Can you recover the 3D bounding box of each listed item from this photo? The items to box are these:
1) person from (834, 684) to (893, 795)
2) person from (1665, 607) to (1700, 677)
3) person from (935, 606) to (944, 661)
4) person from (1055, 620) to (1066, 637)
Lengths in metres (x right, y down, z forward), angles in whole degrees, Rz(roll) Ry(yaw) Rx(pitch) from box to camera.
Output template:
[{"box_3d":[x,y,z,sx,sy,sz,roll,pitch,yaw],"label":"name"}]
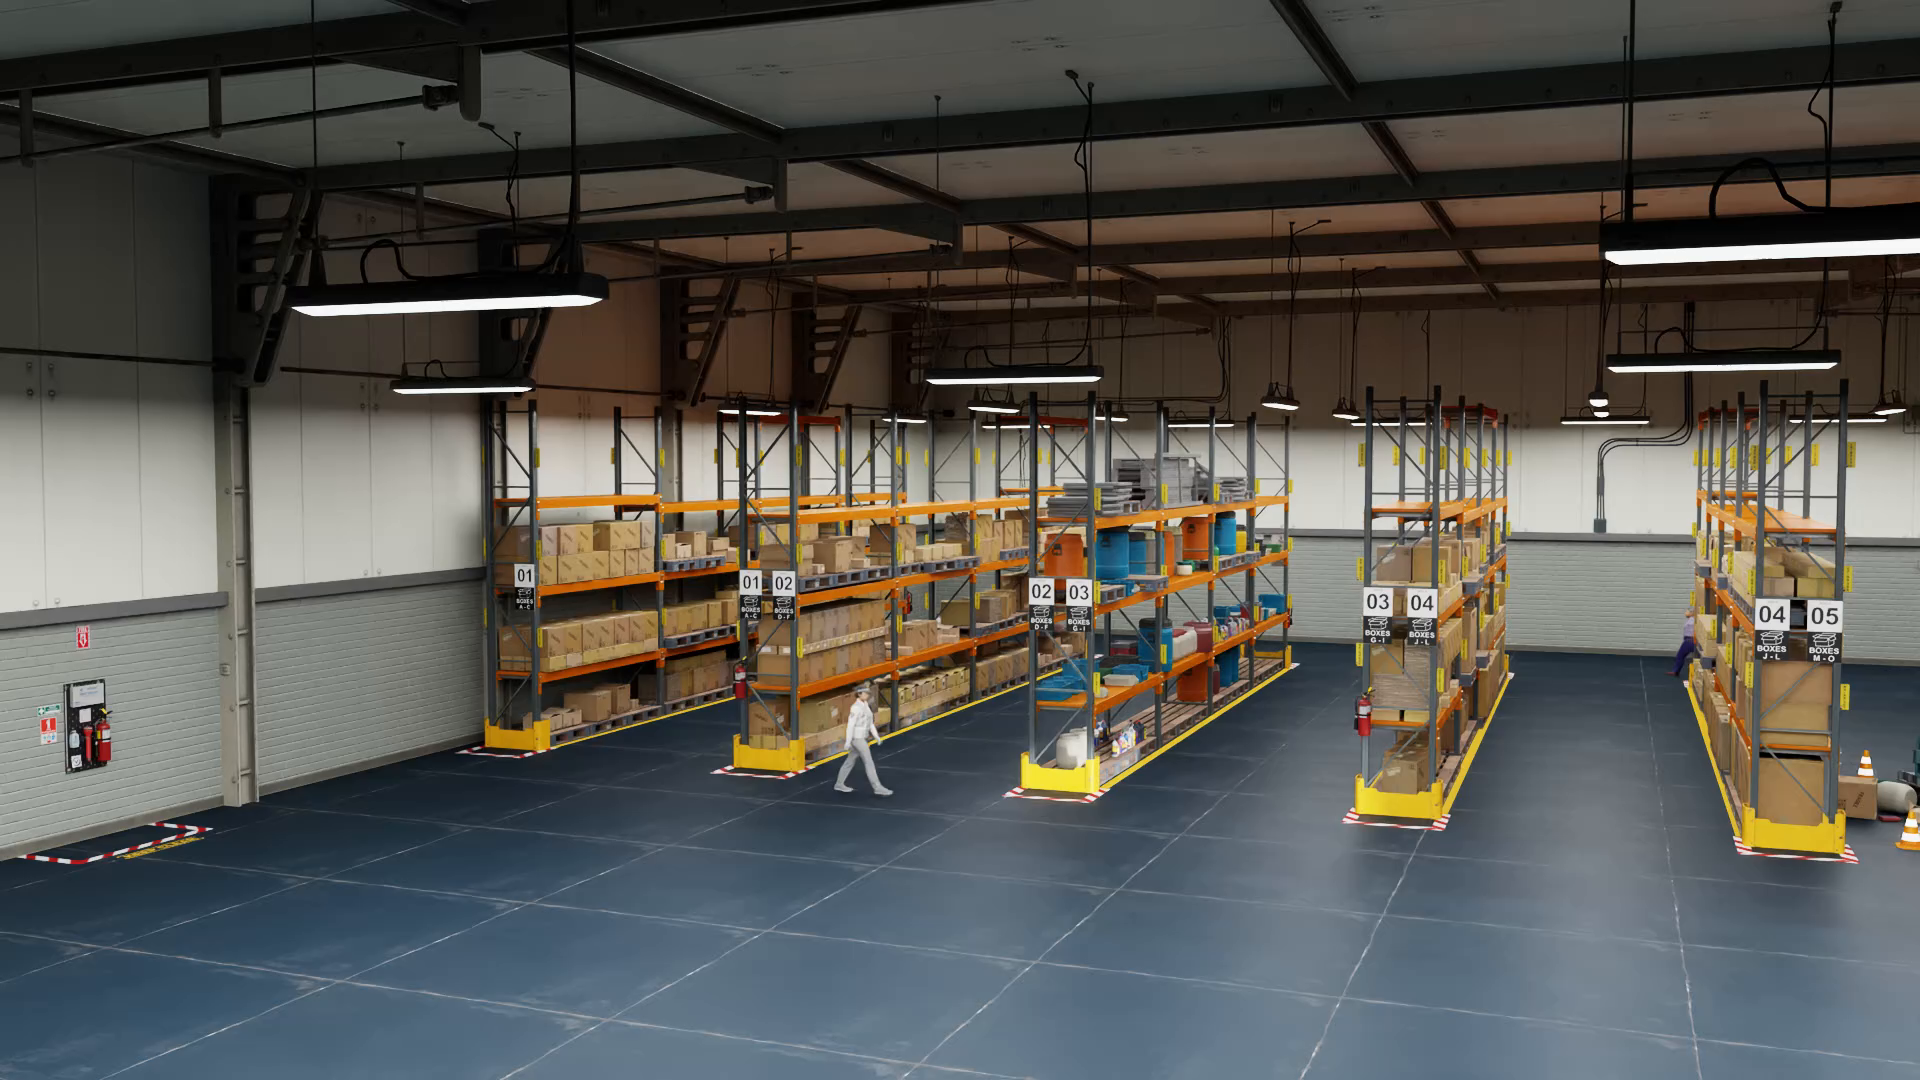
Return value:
[{"box_3d":[-1.426,2.944,24.728,0.938,1.627,0.483,0,3,8],"label":"person"},{"box_3d":[16.665,2.328,37.890,1.042,1.592,0.456,2,4,38],"label":"person"},{"box_3d":[-0.359,2.304,38.692,0.602,1.583,0.758,2,3,34],"label":"person"},{"box_3d":[2.651,2.046,43.364,1.051,1.620,0.426,2,3,32],"label":"person"}]
